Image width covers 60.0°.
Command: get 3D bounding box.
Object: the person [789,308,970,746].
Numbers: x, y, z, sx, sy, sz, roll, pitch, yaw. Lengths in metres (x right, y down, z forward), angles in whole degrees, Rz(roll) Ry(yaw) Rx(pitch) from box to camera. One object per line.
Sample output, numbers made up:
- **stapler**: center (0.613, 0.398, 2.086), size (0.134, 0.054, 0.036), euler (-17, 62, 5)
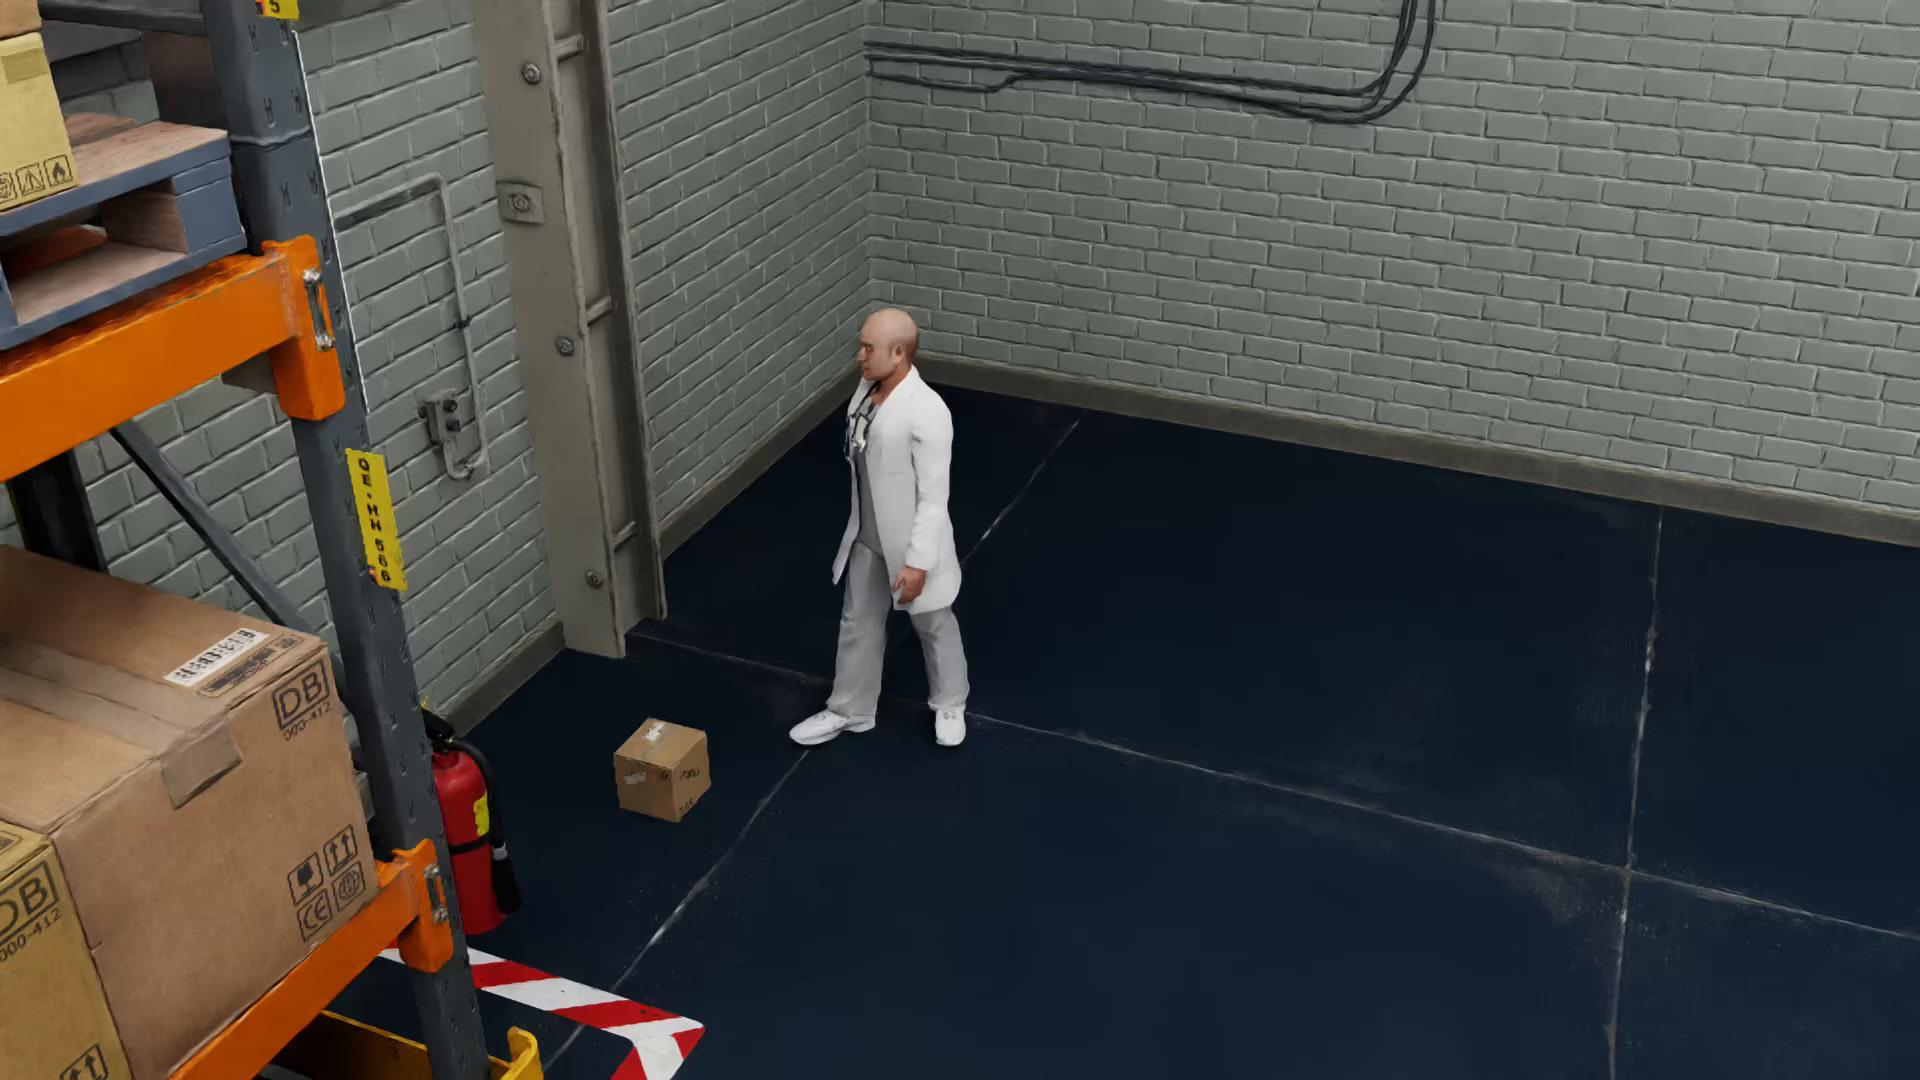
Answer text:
- **person**: center (-0.259, -0.002, 6.130), size (0.725, 1.770, 0.586), euler (-22, 36, -34)
